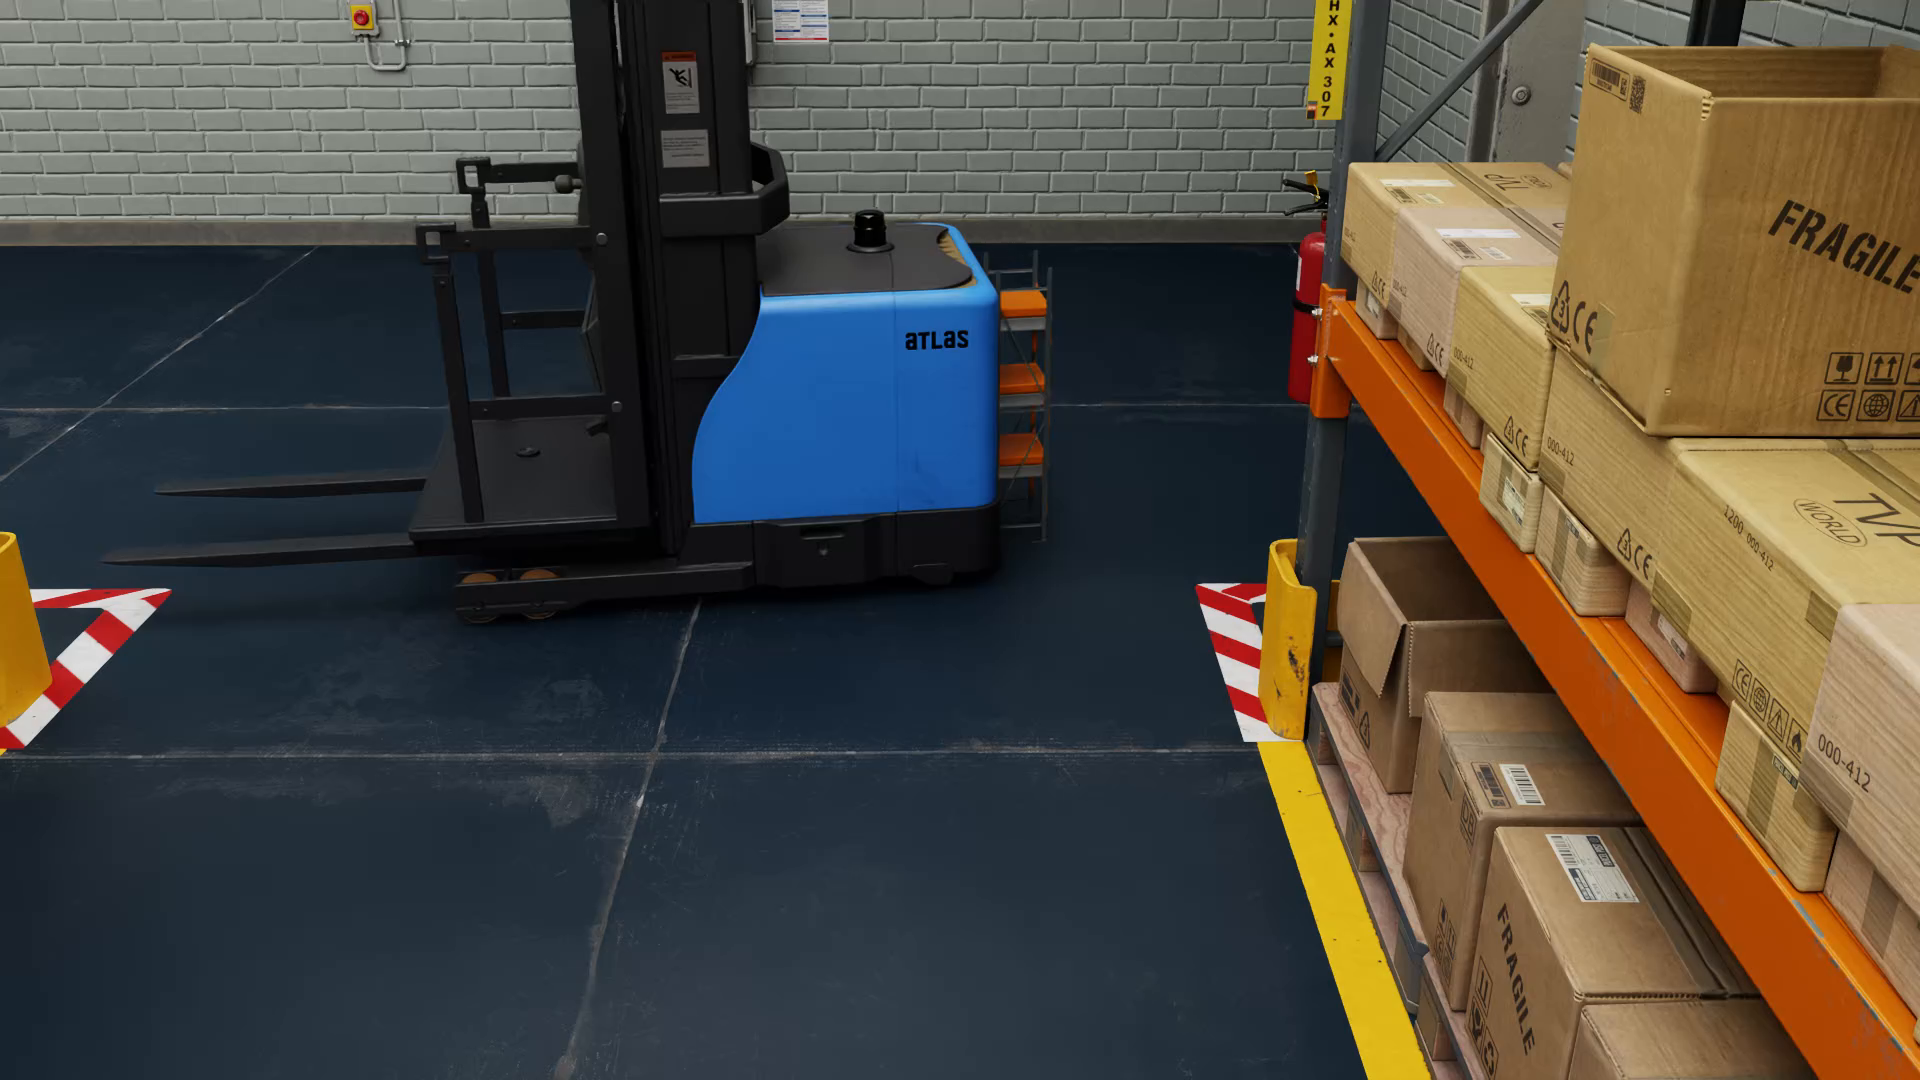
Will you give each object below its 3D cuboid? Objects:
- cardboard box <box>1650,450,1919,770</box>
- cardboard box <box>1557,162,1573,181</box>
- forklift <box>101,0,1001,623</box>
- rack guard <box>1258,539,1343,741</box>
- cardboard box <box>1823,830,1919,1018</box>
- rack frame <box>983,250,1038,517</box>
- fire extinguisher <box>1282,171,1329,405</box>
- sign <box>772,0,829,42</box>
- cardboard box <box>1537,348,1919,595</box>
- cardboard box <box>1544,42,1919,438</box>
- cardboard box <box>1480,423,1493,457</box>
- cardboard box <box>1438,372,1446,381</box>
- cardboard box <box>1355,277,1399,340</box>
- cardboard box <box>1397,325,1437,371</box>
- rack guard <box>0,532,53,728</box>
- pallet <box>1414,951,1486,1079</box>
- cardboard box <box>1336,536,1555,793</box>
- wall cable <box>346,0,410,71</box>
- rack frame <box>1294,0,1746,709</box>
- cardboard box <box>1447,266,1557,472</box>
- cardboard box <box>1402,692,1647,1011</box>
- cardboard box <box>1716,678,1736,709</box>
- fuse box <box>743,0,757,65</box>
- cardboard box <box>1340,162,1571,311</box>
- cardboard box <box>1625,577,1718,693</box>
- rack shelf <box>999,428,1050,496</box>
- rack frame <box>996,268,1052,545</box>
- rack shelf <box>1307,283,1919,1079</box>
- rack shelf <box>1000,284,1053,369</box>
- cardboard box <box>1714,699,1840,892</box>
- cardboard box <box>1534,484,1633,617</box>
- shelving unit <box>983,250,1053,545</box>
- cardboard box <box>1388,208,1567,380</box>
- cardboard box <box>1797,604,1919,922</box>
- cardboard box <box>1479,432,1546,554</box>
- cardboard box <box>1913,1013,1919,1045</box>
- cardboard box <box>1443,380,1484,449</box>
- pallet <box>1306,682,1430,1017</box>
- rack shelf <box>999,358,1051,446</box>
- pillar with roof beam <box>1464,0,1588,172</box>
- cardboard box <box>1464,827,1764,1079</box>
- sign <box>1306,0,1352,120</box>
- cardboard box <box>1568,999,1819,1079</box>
[{"bbox_3d":[1.297,0.084,2.246,0.500,0.250,0.500,0,24,-1],"label":"cardboard box"},{"bbox_3d":[1.786,-0.756,4.102,0.500,0.250,0.500,0,24,1],"label":"cardboard box"},{"bbox_3d":[-1.419,-1.287,5.540,3.031,2.935,1.130,-4,25,-8],"label":"forklift"},{"bbox_3d":[1.516,0.293,4.995,1.175,0.500,0.348,0,24,-1],"label":"rack guard"},{"bbox_3d":[1.276,0.433,1.957,0.380,0.149,0.250,0,24,1],"label":"cardboard box"},{"bbox_3d":[0.184,-0.564,6.224,0.200,1.050,0.008,-4,25,-8],"label":"rack frame"},{"bbox_3d":[1.051,-0.730,4.771,0.296,0.674,0.183,0,24,-1],"label":"fire extinguisher"},{"bbox_3d":[-0.939,-3.170,9.734,0.329,0.494,0.001,0,24,-1],"label":"sign"},{"bbox_3d":[1.292,-0.129,2.715,0.500,0.250,0.500,-1,24,-2],"label":"cardboard box"},{"bbox_3d":[1.267,-0.479,2.581,0.500,0.500,0.500,0,24,1],"label":"cardboard box"},{"bbox_3d":[1.281,-0.199,3.355,0.380,0.149,0.250,0,24,0],"label":"cardboard box"},{"bbox_3d":[1.331,-0.413,3.828,0.380,0.149,0.250,-1,24,-1],"label":"cardboard box"},{"bbox_3d":[1.244,-0.626,4.298,0.380,0.149,0.250,0,24,-1],"label":"cardboard box"},{"bbox_3d":[1.294,-0.521,4.067,0.380,0.149,0.250,0,24,1],"label":"cardboard box"},{"bbox_3d":[-3.448,0.276,5.033,1.175,0.500,0.348,0,24,-1],"label":"rack guard"},{"bbox_3d":[1.536,1.255,3.219,1.003,0.211,1.213,0,24,-1],"label":"pallet"},{"bbox_3d":[1.427,0.322,4.418,0.797,0.503,0.637,-1,24,-3],"label":"cardboard box"},{"bbox_3d":[-3.533,-3.654,9.417,0.585,1.953,0.123,0,24,-1],"label":"wall cable"},{"bbox_3d":[1.515,-0.877,4.549,1.000,3.000,0.127,0,24,-1],"label":"rack frame"},{"bbox_3d":[1.265,-0.339,3.181,0.500,0.250,0.500,-1,24,-2],"label":"cardboard box"},{"bbox_3d":[1.398,0.676,3.640,0.700,0.500,0.500,1,24,2],"label":"cardboard box"},{"bbox_3d":[1.354,0.221,2.426,0.380,0.149,0.250,0,24,0],"label":"cardboard box"},{"bbox_3d":[-1.431,-2.539,9.787,0.539,1.711,0.414,0,24,-1],"label":"fuse box"},{"bbox_3d":[1.251,-0.756,4.102,0.500,0.250,0.500,0,24,0],"label":"cardboard box"},{"bbox_3d":[1.304,0.120,2.650,0.380,0.149,0.250,0,24,-1],"label":"cardboard box"},{"bbox_3d":[0.204,-0.252,6.233,0.215,0.259,0.240,-4,25,-8],"label":"rack shelf"},{"bbox_3d":[0.223,-0.465,6.004,0.200,1.050,0.008,-4,25,-8],"label":"rack frame"},{"bbox_3d":[1.537,0.275,2.875,1.077,0.370,4.000,0,24,-1],"label":"rack shelf"},{"bbox_3d":[0.204,-0.764,6.001,0.215,0.259,0.240,-4,25,-8],"label":"rack shelf"},{"bbox_3d":[1.245,0.328,2.189,0.380,0.149,0.250,-1,24,-1],"label":"cardboard box"},{"bbox_3d":[1.232,0.014,2.884,0.380,0.149,0.250,0,24,1],"label":"cardboard box"},{"bbox_3d":[0.204,-0.515,6.114,0.215,1.050,0.252,-4,25,-8],"label":"shelving unit"},{"bbox_3d":[1.256,-0.548,3.643,0.500,0.250,0.500,0,24,0],"label":"cardboard box"},{"bbox_3d":[1.289,0.289,1.792,0.500,0.250,0.500,0,24,0],"label":"cardboard box"},{"bbox_3d":[1.209,-0.095,3.124,0.380,0.149,0.250,-1,24,-2],"label":"cardboard box"},{"bbox_3d":[1.251,0.541,1.718,0.380,0.149,0.250,0,24,1],"label":"cardboard box"},{"bbox_3d":[1.273,-0.309,3.597,0.380,0.149,0.250,0,24,1],"label":"cardboard box"},{"bbox_3d":[1.526,0.754,4.328,1.003,0.211,1.213,0,24,-1],"label":"pallet"},{"bbox_3d":[0.204,-0.505,6.118,0.215,0.259,0.240,-4,25,-8],"label":"rack shelf"},{"bbox_3d":[-1.918,-4.706,5.735,9.100,9.000,0.400,0,24,-1],"label":"pillar with roof beam"},{"bbox_3d":[1.303,0.894,3.157,0.500,0.500,0.500,0,24,0],"label":"cardboard box"},{"bbox_3d":[0.973,-1.269,4.365,0.100,0.325,0.005,0,24,-1],"label":"sign"},{"bbox_3d":[1.409,1.103,2.694,0.700,0.500,0.500,-1,24,-3],"label":"cardboard box"}]
